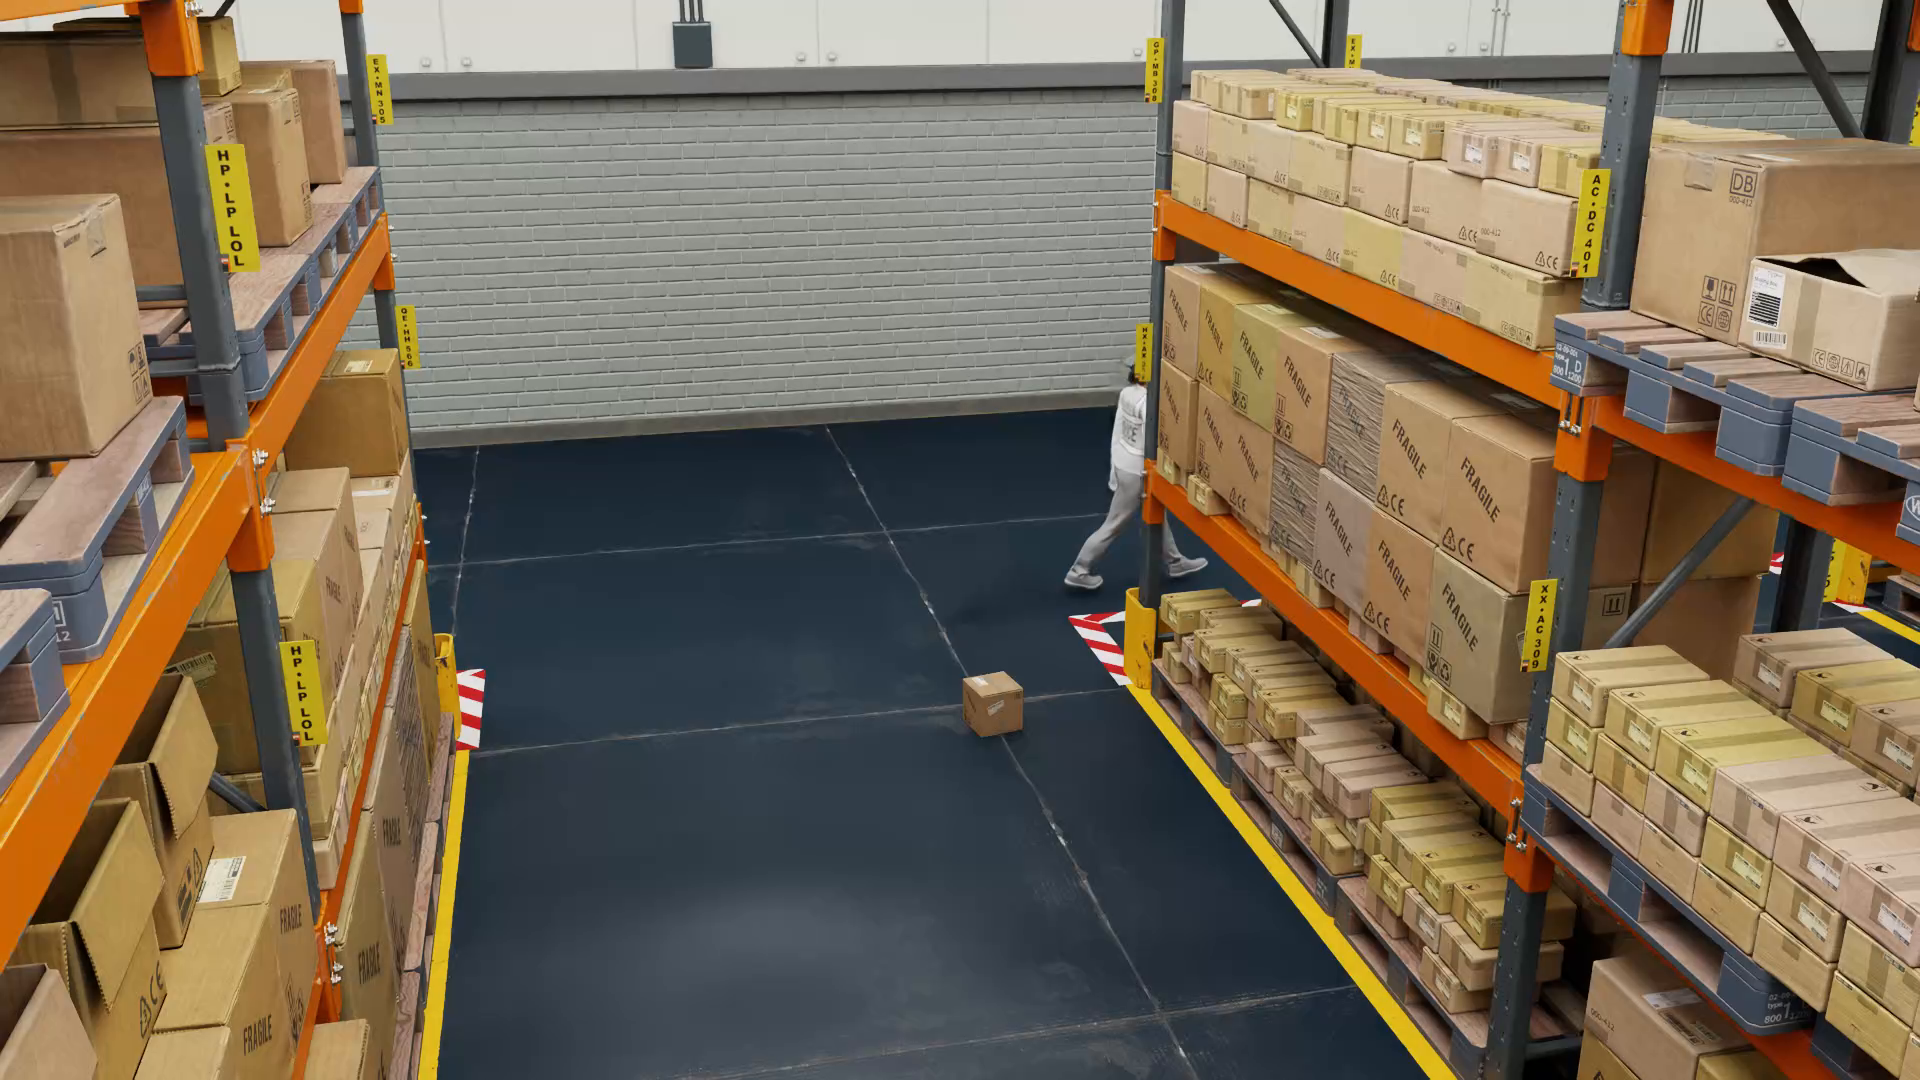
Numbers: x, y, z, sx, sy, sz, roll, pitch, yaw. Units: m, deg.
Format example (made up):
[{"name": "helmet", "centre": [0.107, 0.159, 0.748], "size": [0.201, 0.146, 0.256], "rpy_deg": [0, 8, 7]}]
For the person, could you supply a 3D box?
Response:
[{"name": "person", "centre": [1.200, -0.454, 10.779], "size": [1.040, 1.616, 0.489], "rpy_deg": [-3, 20, -9]}]
